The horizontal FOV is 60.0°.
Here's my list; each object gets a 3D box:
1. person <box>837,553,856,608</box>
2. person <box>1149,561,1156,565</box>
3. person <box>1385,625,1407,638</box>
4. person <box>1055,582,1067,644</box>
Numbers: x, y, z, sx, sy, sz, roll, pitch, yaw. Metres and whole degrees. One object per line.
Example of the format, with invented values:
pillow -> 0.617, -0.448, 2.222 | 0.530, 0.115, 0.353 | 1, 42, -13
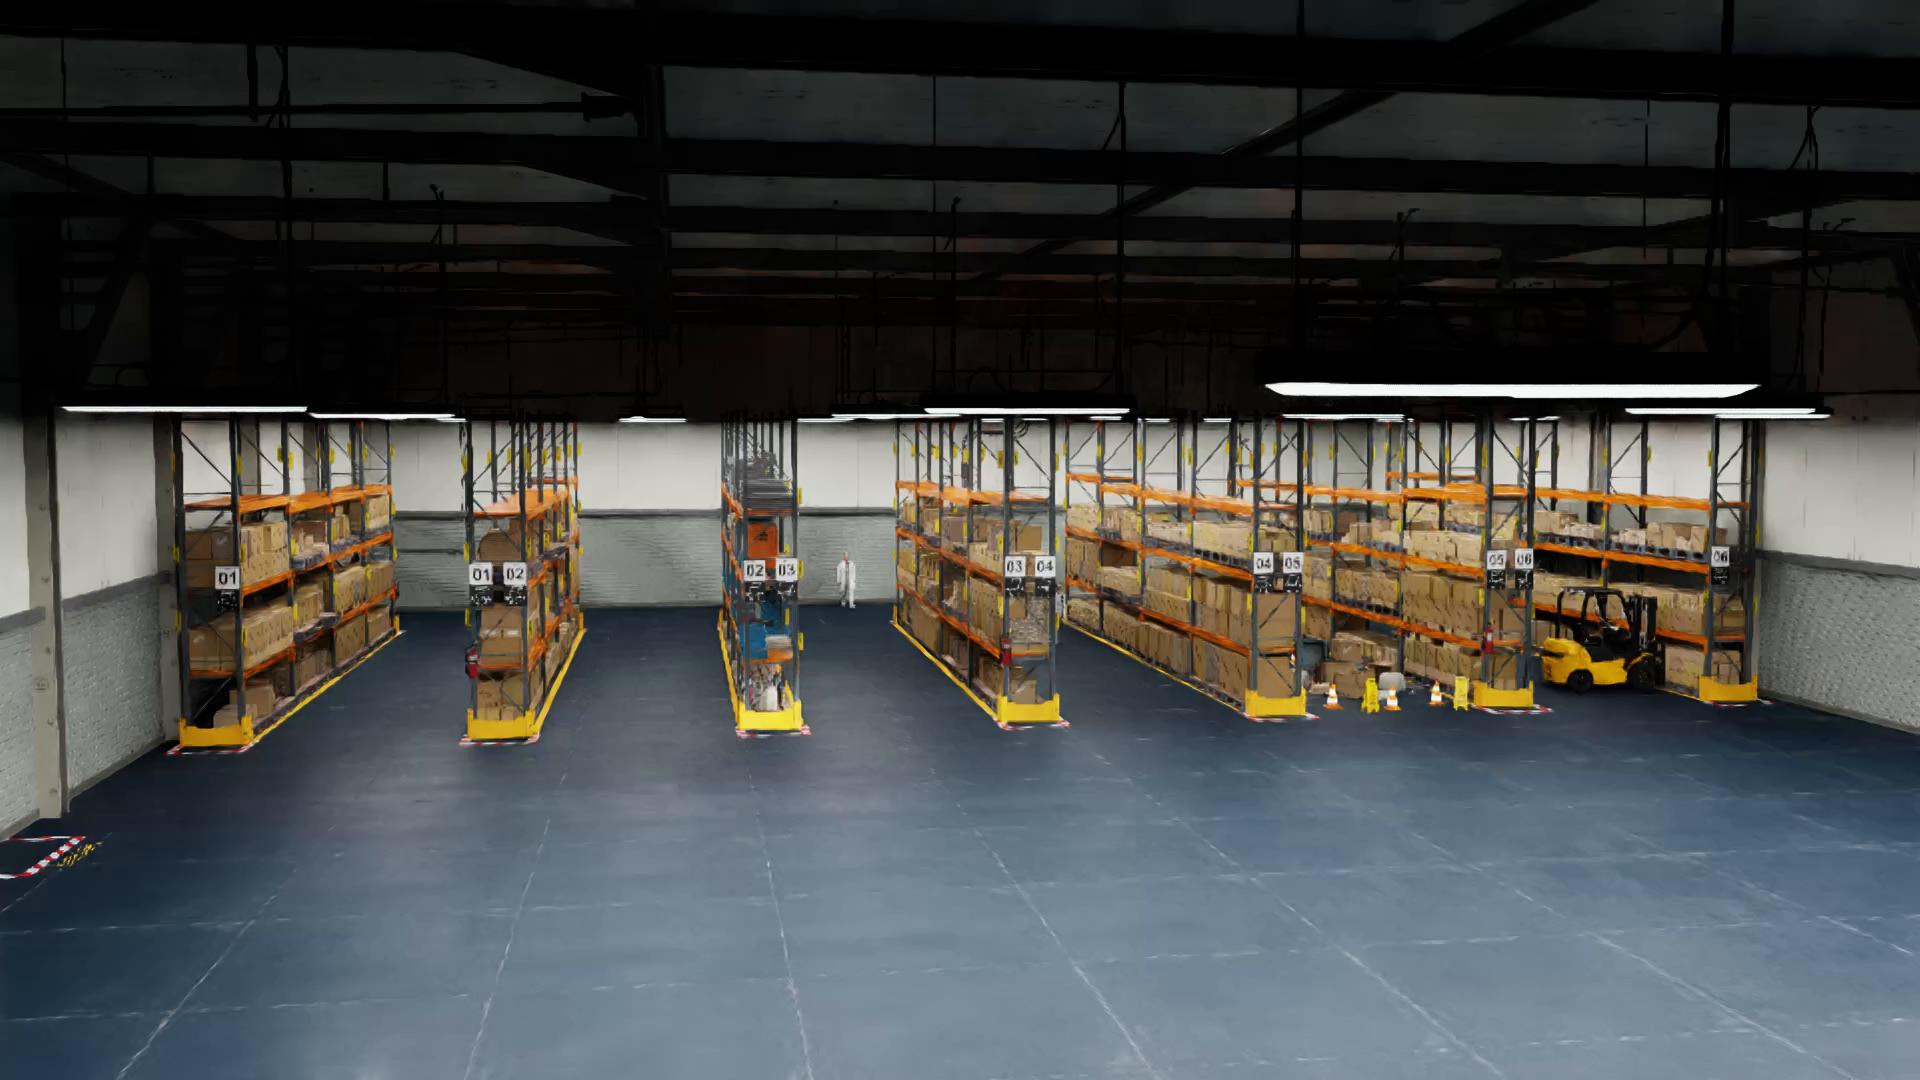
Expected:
person -> -3.528, 1.252, 51.700 | 0.598, 1.698, 1.171 | -1, 4, -7
person -> 5.596, 1.467, 48.497 | 0.579, 1.718, 0.655 | 0, 4, 2
person -> 11.682, 1.715, 44.486 | 0.570, 1.786, 0.653 | 1, 4, 17
person -> 2.551, 1.879, 43.449 | 0.488, 1.590, 1.089 | -1, 4, -12
